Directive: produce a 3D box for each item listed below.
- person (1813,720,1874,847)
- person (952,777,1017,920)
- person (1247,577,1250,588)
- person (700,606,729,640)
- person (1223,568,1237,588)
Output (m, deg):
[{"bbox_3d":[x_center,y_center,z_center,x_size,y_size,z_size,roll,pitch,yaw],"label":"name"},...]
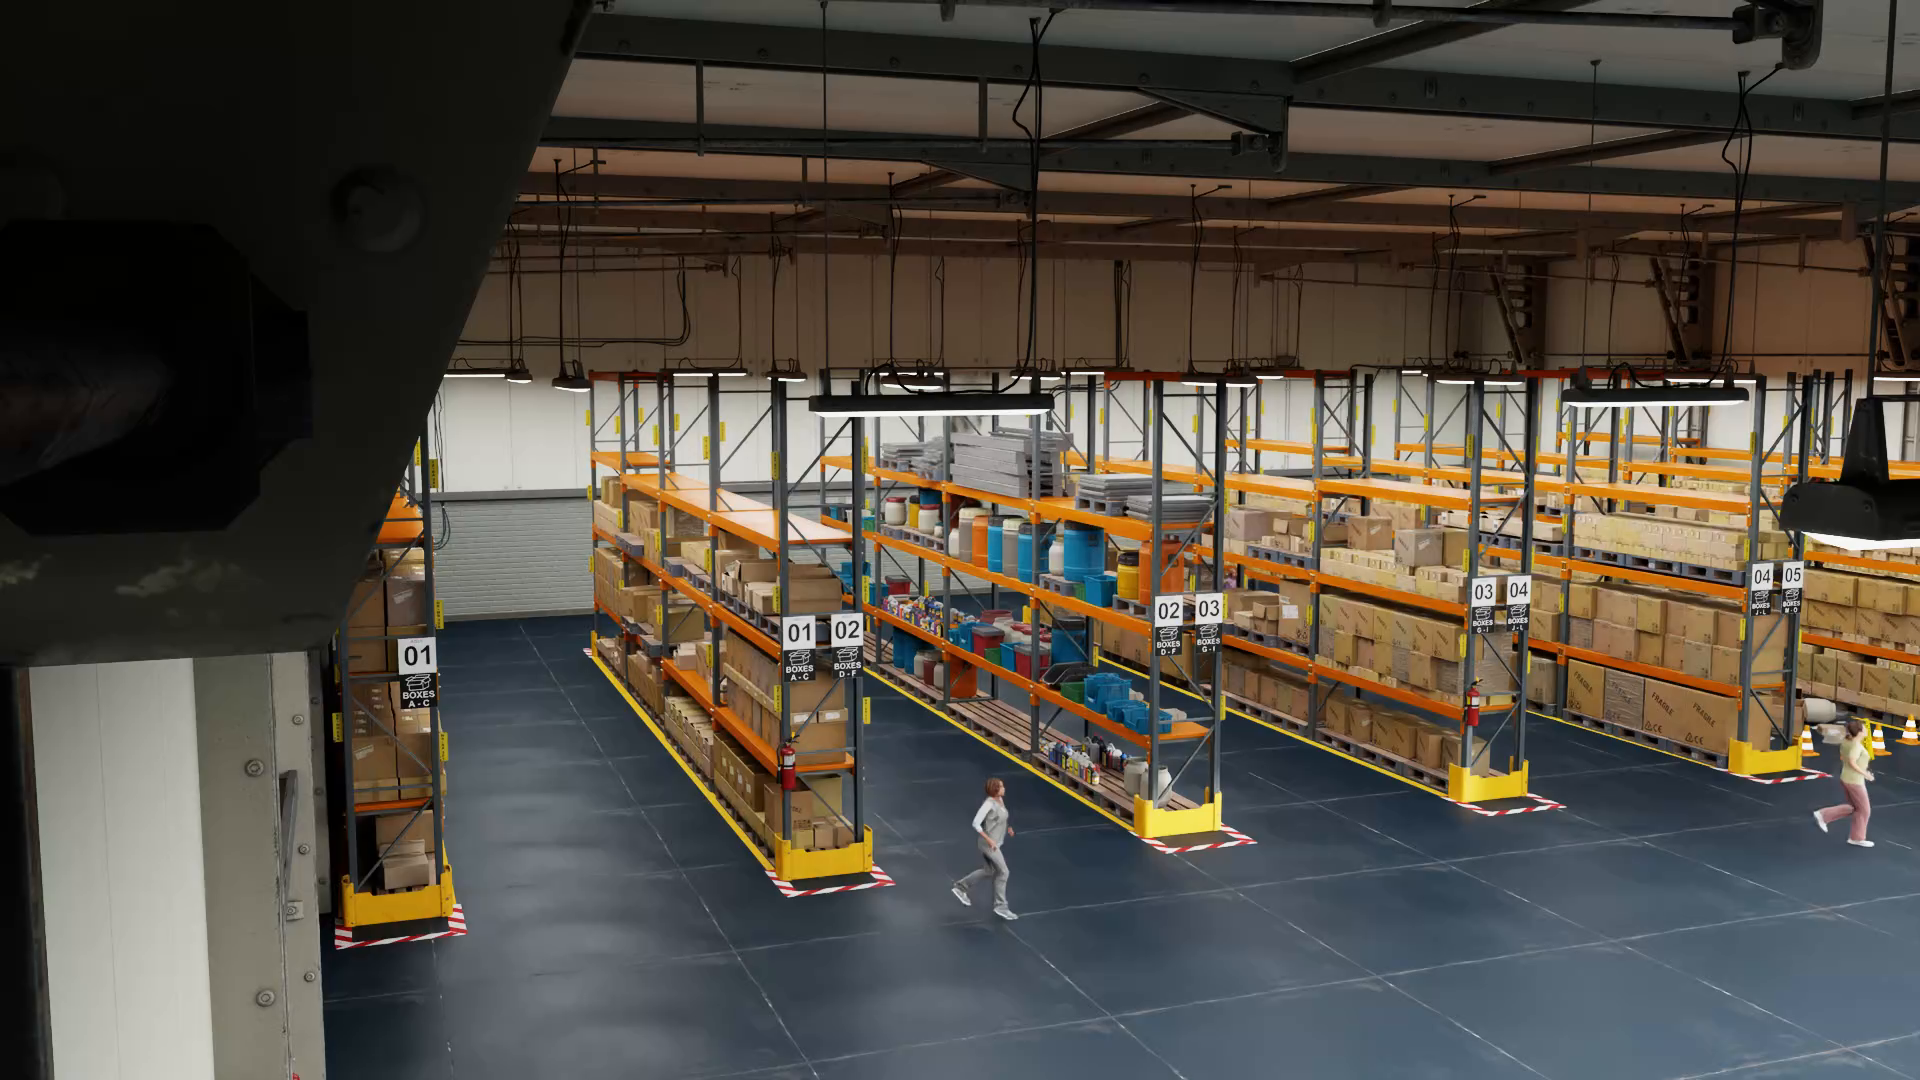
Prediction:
[{"bbox_3d":[11.459,3.137,21.452,0.710,1.655,0.581,2,7,14],"label":"person"},{"bbox_3d":[0.278,3.465,18.742,0.759,1.598,0.533,1,7,13],"label":"person"},{"bbox_3d":[7.004,0.908,41.647,1.017,1.568,0.650,3,7,25],"label":"person"},{"bbox_3d":[-5.049,1.626,34.757,0.711,1.670,0.619,-4,7,-32],"label":"person"},{"bbox_3d":[6.064,1.409,36.967,0.508,1.572,0.643,-4,7,-30],"label":"person"}]
